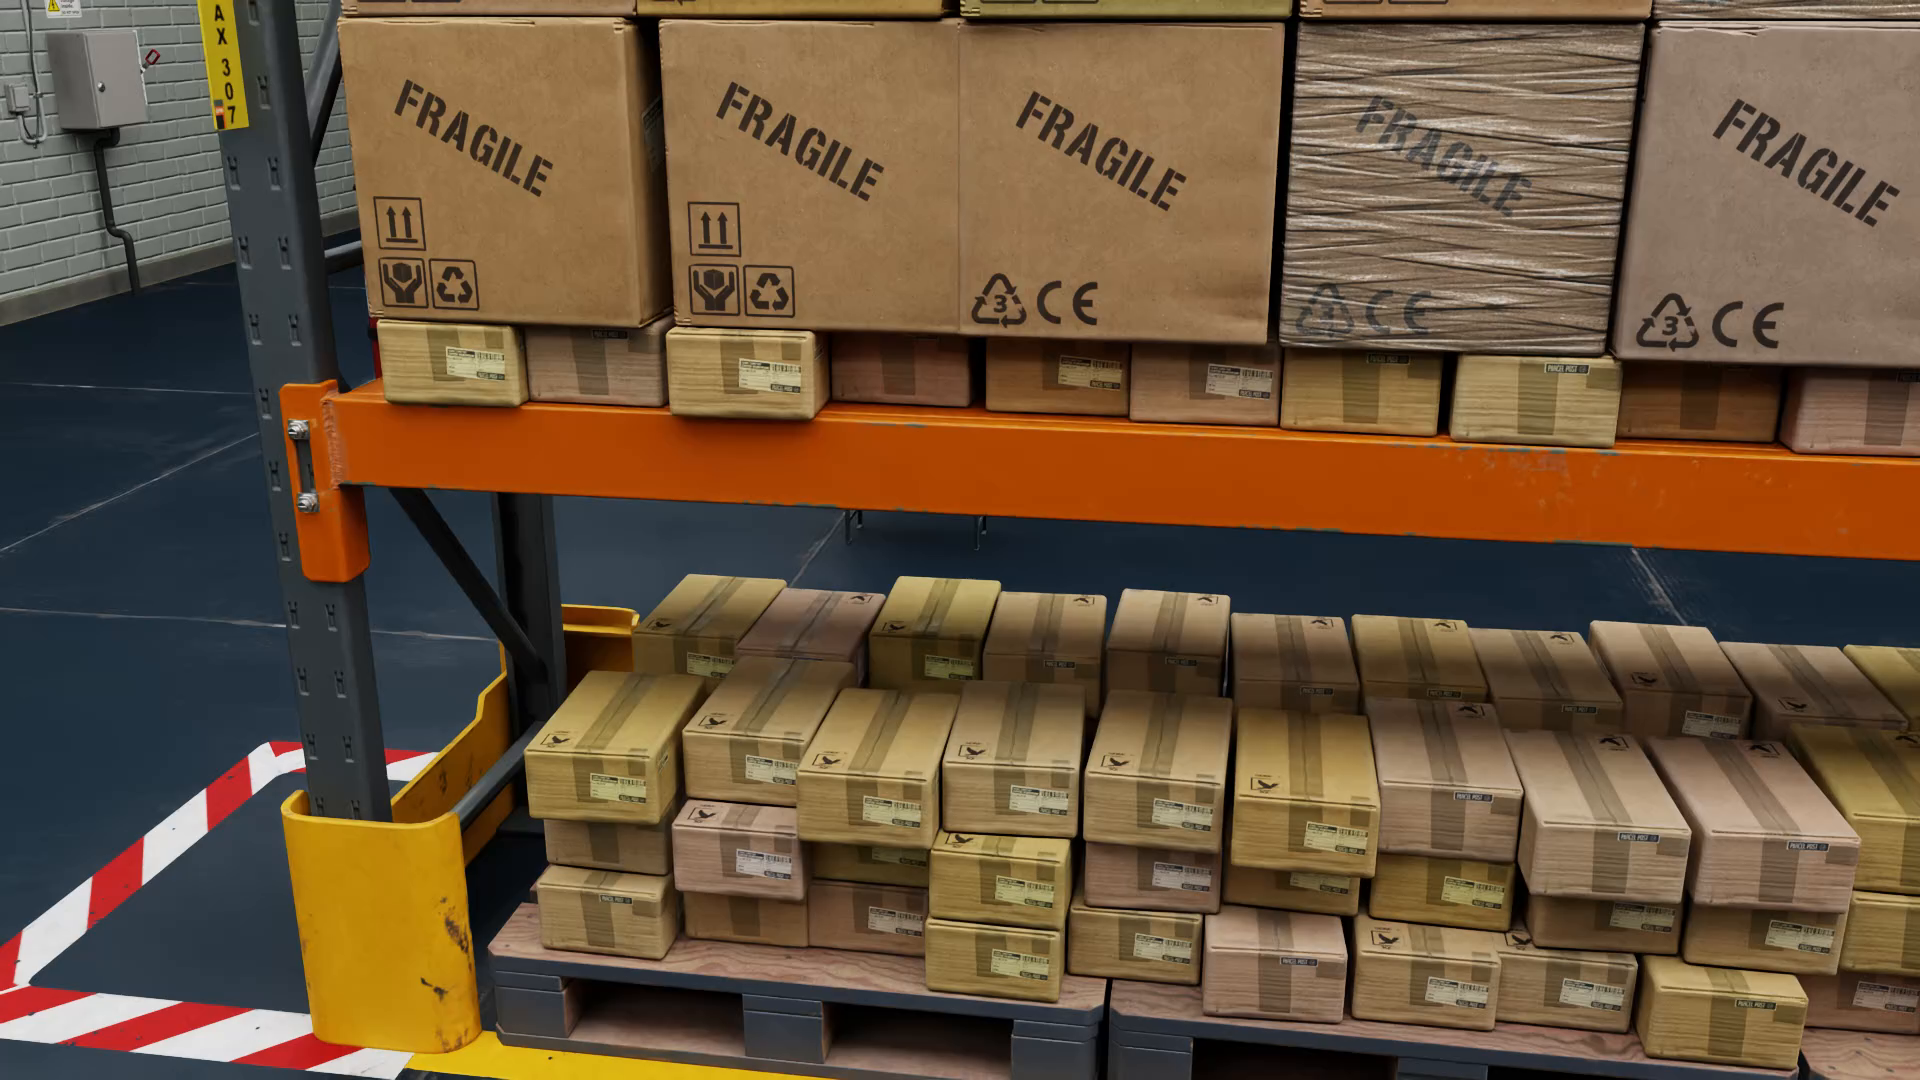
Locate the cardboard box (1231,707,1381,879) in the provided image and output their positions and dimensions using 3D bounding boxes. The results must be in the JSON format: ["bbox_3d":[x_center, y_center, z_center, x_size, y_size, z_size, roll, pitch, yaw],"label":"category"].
[{"bbox_3d":[0.637,0.461,3.090,0.250,0.149,0.380,3,19,9],"label":"cardboard box"}]

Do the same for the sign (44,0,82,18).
[{"bbox_3d":[-5.751,-3.470,10.645,0.001,0.242,0.339,3,19,9],"label":"sign"}]

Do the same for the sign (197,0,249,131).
[{"bbox_3d":[-1.215,-0.843,2.730,0.005,0.325,0.100,3,19,9],"label":"sign"}]

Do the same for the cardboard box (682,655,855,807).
[{"bbox_3d":[-0.374,0.378,3.341,0.250,0.149,0.380,3,19,10],"label":"cardboard box"}]

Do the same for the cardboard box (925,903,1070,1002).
[{"bbox_3d":[0.090,0.722,3.248,0.250,0.149,0.380,3,19,9],"label":"cardboard box"}]

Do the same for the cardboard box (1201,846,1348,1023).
[{"bbox_3d":[0.589,0.745,3.180,0.250,0.149,0.380,2,19,6],"label":"cardboard box"}]

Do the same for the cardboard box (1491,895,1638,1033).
[{"bbox_3d":[1.110,0.753,3.157,0.250,0.149,0.380,3,19,10],"label":"cardboard box"}]

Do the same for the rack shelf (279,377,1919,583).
[{"bbox_3d":[0.845,-0.160,3.189,4.000,0.370,1.077,3,19,9],"label":"rack shelf"}]

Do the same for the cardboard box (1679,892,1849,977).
[{"bbox_3d":[1.435,0.627,3.064,0.250,0.149,0.380,3,19,10],"label":"cardboard box"}]

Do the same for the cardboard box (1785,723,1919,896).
[{"bbox_3d":[1.678,0.485,3.019,0.250,0.149,0.380,4,19,10],"label":"cardboard box"}]

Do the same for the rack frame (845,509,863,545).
[{"bbox_3d":[-0.404,-0.590,6.174,0.015,1.200,0.240,3,19,9],"label":"rack frame"}]

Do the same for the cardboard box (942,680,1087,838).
[{"bbox_3d":[0.112,0.417,3.223,0.250,0.149,0.380,2,19,6],"label":"cardboard box"}]

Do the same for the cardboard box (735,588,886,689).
[{"bbox_3d":[-0.327,0.246,3.733,0.250,0.149,0.380,3,19,10],"label":"cardboard box"}]

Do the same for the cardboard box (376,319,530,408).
[{"bbox_3d":[-0.861,-0.364,3.059,0.250,0.149,0.380,3,19,8],"label":"cardboard box"}]

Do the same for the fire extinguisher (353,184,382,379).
[{"bbox_3d":[-1.305,-0.546,3.917,0.183,0.674,0.296,3,19,9],"label":"fire extinguisher"}]

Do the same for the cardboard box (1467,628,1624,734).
[{"bbox_3d":[1.211,0.326,3.496,0.250,0.149,0.380,2,19,6],"label":"cardboard box"}]

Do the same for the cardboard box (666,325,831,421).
[{"bbox_3d":[-0.346,-0.334,2.969,0.250,0.149,0.380,2,19,7],"label":"cardboard box"}]

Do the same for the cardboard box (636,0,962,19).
[{"bbox_3d":[-0.229,-1.136,2.768,0.500,0.500,0.500,3,19,10],"label":"cardboard box"}]

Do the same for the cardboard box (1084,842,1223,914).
[{"bbox_3d":[0.378,0.563,3.255,0.250,0.149,0.380,2,19,6],"label":"cardboard box"}]

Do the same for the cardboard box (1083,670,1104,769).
[{"bbox_3d":[0.200,0.418,3.688,0.250,0.149,0.380,3,19,8],"label":"cardboard box"}]

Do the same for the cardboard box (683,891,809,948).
[{"bbox_3d":[-0.391,0.665,3.420,0.250,0.149,0.380,3,19,8],"label":"cardboard box"}]

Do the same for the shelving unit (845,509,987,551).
[{"bbox_3d":[-0.163,-0.577,6.138,0.503,1.200,0.258,3,19,9],"label":"shelving unit"}]

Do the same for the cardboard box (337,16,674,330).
[{"bbox_3d":[-0.730,-0.681,2.986,0.500,0.500,0.500,4,19,11],"label":"cardboard box"}]

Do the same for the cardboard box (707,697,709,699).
[{"bbox_3d":[-0.563,0.347,3.902,0.250,0.149,0.380,2,19,7],"label":"cardboard box"}]

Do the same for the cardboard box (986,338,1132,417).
[{"bbox_3d":[0.195,-0.342,2.995,0.250,0.149,0.380,3,19,8],"label":"cardboard box"}]

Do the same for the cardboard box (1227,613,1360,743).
[{"bbox_3d":[0.711,0.297,3.583,0.250,0.149,0.380,2,19,7],"label":"cardboard box"}]

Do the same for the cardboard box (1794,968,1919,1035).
[{"bbox_3d":[1.624,0.755,3.149,0.250,0.149,0.380,2,19,7],"label":"cardboard box"}]

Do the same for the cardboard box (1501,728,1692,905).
[{"bbox_3d":[1.128,0.491,3.002,0.250,0.149,0.380,2,19,7],"label":"cardboard box"}]

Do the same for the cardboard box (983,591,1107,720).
[{"bbox_3d":[0.194,0.253,3.714,0.250,0.149,0.380,2,19,6],"label":"cardboard box"}]

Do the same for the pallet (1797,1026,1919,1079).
[{"bbox_3d":[2.151,0.899,3.284,1.213,0.211,1.003,3,19,9],"label":"pallet"}]

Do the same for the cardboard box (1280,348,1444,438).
[{"bbox_3d":[0.687,-0.301,2.873,0.250,0.149,0.380,4,19,11],"label":"cardboard box"}]

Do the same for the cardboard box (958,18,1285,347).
[{"bbox_3d":[0.284,-0.634,2.844,0.500,0.500,0.500,3,19,9],"label":"cardboard box"}]

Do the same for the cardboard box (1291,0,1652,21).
[{"bbox_3d":[0.785,-1.078,2.595,0.500,0.500,0.500,2,19,7],"label":"cardboard box"}]

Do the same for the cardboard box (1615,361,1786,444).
[{"bbox_3d":[1.209,-0.288,2.833,0.250,0.149,0.380,3,19,8],"label":"cardboard box"}]

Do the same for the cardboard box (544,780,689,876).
[{"bbox_3d":[-0.653,0.516,3.395,0.250,0.149,0.380,4,19,11],"label":"cardboard box"}]

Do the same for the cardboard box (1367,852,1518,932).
[{"bbox_3d":[0.917,0.580,3.203,0.250,0.149,0.380,4,19,11],"label":"cardboard box"}]

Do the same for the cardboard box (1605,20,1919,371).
[{"bbox_3d":[1.294,-0.577,2.674,0.500,0.500,0.500,3,19,8],"label":"cardboard box"}]

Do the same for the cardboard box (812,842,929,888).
[{"bbox_3d":[-0.135,0.532,3.347,0.250,0.149,0.380,3,19,9],"label":"cardboard box"}]

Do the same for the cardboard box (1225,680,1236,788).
[{"bbox_3d":[0.714,0.413,3.703,0.250,0.149,0.380,4,19,11],"label":"cardboard box"}]

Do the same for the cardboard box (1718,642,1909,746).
[{"bbox_3d":[1.732,0.352,3.417,0.250,0.149,0.380,2,19,7],"label":"cardboard box"}]

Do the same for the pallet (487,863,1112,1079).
[{"bbox_3d":[-0.258,0.776,3.651,1.213,0.211,1.003,3,19,9],"label":"pallet"}]
